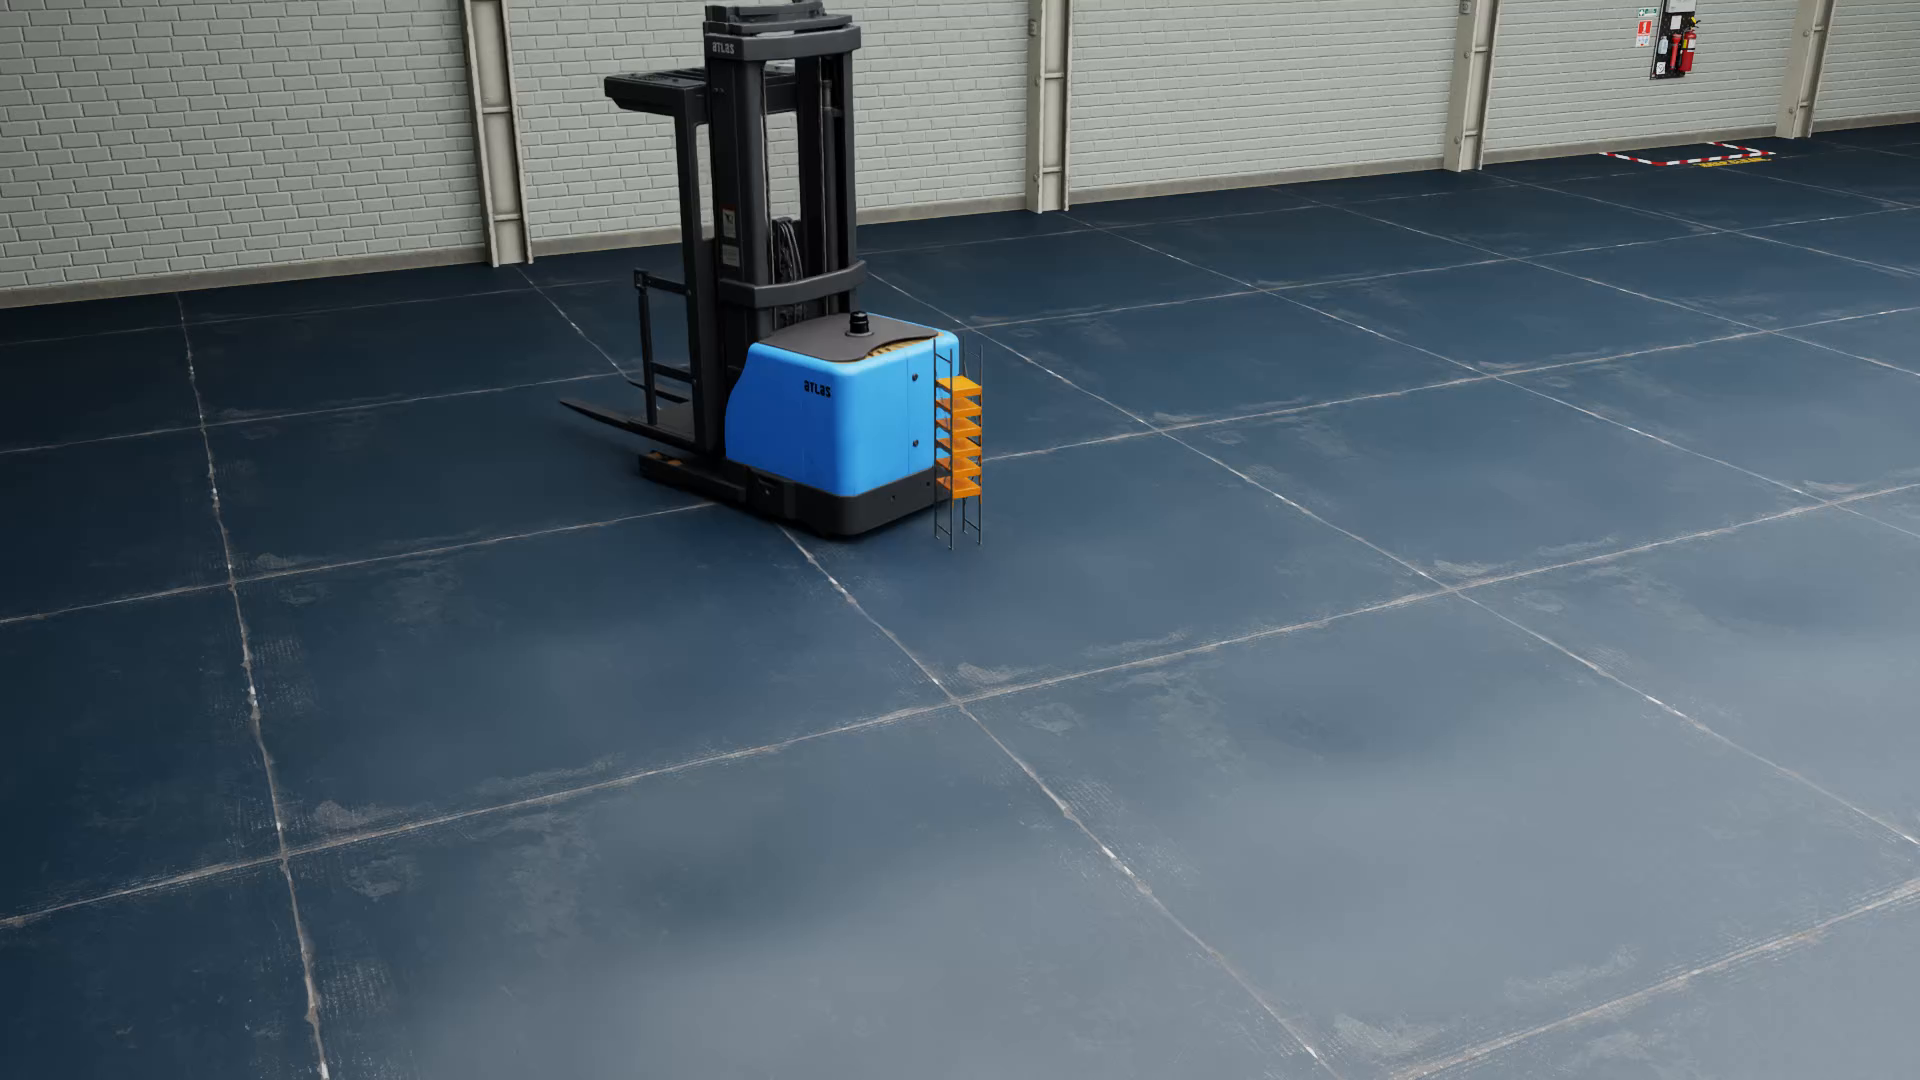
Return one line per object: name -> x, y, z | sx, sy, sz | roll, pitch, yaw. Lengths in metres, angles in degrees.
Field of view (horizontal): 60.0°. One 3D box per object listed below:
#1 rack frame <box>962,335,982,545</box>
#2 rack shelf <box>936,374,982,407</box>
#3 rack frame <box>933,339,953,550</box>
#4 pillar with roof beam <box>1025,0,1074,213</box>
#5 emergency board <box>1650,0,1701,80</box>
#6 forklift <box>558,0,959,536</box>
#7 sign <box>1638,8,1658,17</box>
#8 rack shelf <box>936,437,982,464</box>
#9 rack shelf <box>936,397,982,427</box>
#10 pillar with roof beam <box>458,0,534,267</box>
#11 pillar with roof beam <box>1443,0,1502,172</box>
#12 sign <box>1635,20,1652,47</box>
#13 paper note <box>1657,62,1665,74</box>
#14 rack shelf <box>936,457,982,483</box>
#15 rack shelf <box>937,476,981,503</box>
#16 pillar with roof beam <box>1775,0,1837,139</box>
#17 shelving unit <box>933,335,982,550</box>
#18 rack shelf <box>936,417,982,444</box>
rack frame -> 0.069, -0.567, 9.551 | 0.006, 1.200, 0.240 | -10, 25, -24
rack shelf -> -0.013, -0.844, 9.394 | 0.180, 0.103, 0.258 | -10, 25, -24
rack frame -> -0.095, -0.537, 9.478 | 0.006, 1.200, 0.240 | -10, 25, -24
pillar with roof beam -> 2.847, -6.406, 13.461 | 0.400, 9.000, 9.100 | -10, 25, -24
emergency board -> 9.549, -6.712, 22.042 | 0.643, 1.169, 0.194 | -10, 25, -24
forklift -> -1.430, -1.831, 10.341 | 3.031, 2.935, 1.130 | 19, 29, 38
sign -> 9.014, -6.915, 21.793 | 0.331, 0.109, 0.001 | -10, 25, -24
rack shelf -> -0.013, -0.511, 9.532 | 0.180, 0.103, 0.258 | -10, 25, -24
rack shelf -> -0.013, -0.733, 9.440 | 0.180, 0.103, 0.258 | -10, 25, -24
pillar with roof beam -> -2.560, -5.411, 11.056 | 0.400, 9.000, 9.100 | -10, 25, -24
pillar with roof beam -> 8.253, -7.401, 15.865 | 0.400, 9.000, 9.100 | -10, 25, -24
sign -> 9.006, -6.672, 21.900 | 0.234, 0.329, 0.001 | -10, 25, -24
paper note -> 9.360, -6.299, 22.197 | 0.142, 0.148, 0.016 | -10, 25, -24
rack shelf -> -0.013, -0.400, 9.578 | 0.180, 0.103, 0.258 | -10, 25, -24
rack shelf -> -0.013, -0.289, 9.623 | 0.180, 0.103, 0.258 | -10, 25, -24
pillar with roof beam -> 13.659, -8.397, 18.269 | 0.400, 9.000, 9.100 | -10, 25, -24
shelving unit -> -0.013, -0.552, 9.515 | 0.189, 1.200, 0.258 | -10, 25, -24
rack shelf -> -0.013, -0.622, 9.486 | 0.180, 0.103, 0.258 | -10, 25, -24
